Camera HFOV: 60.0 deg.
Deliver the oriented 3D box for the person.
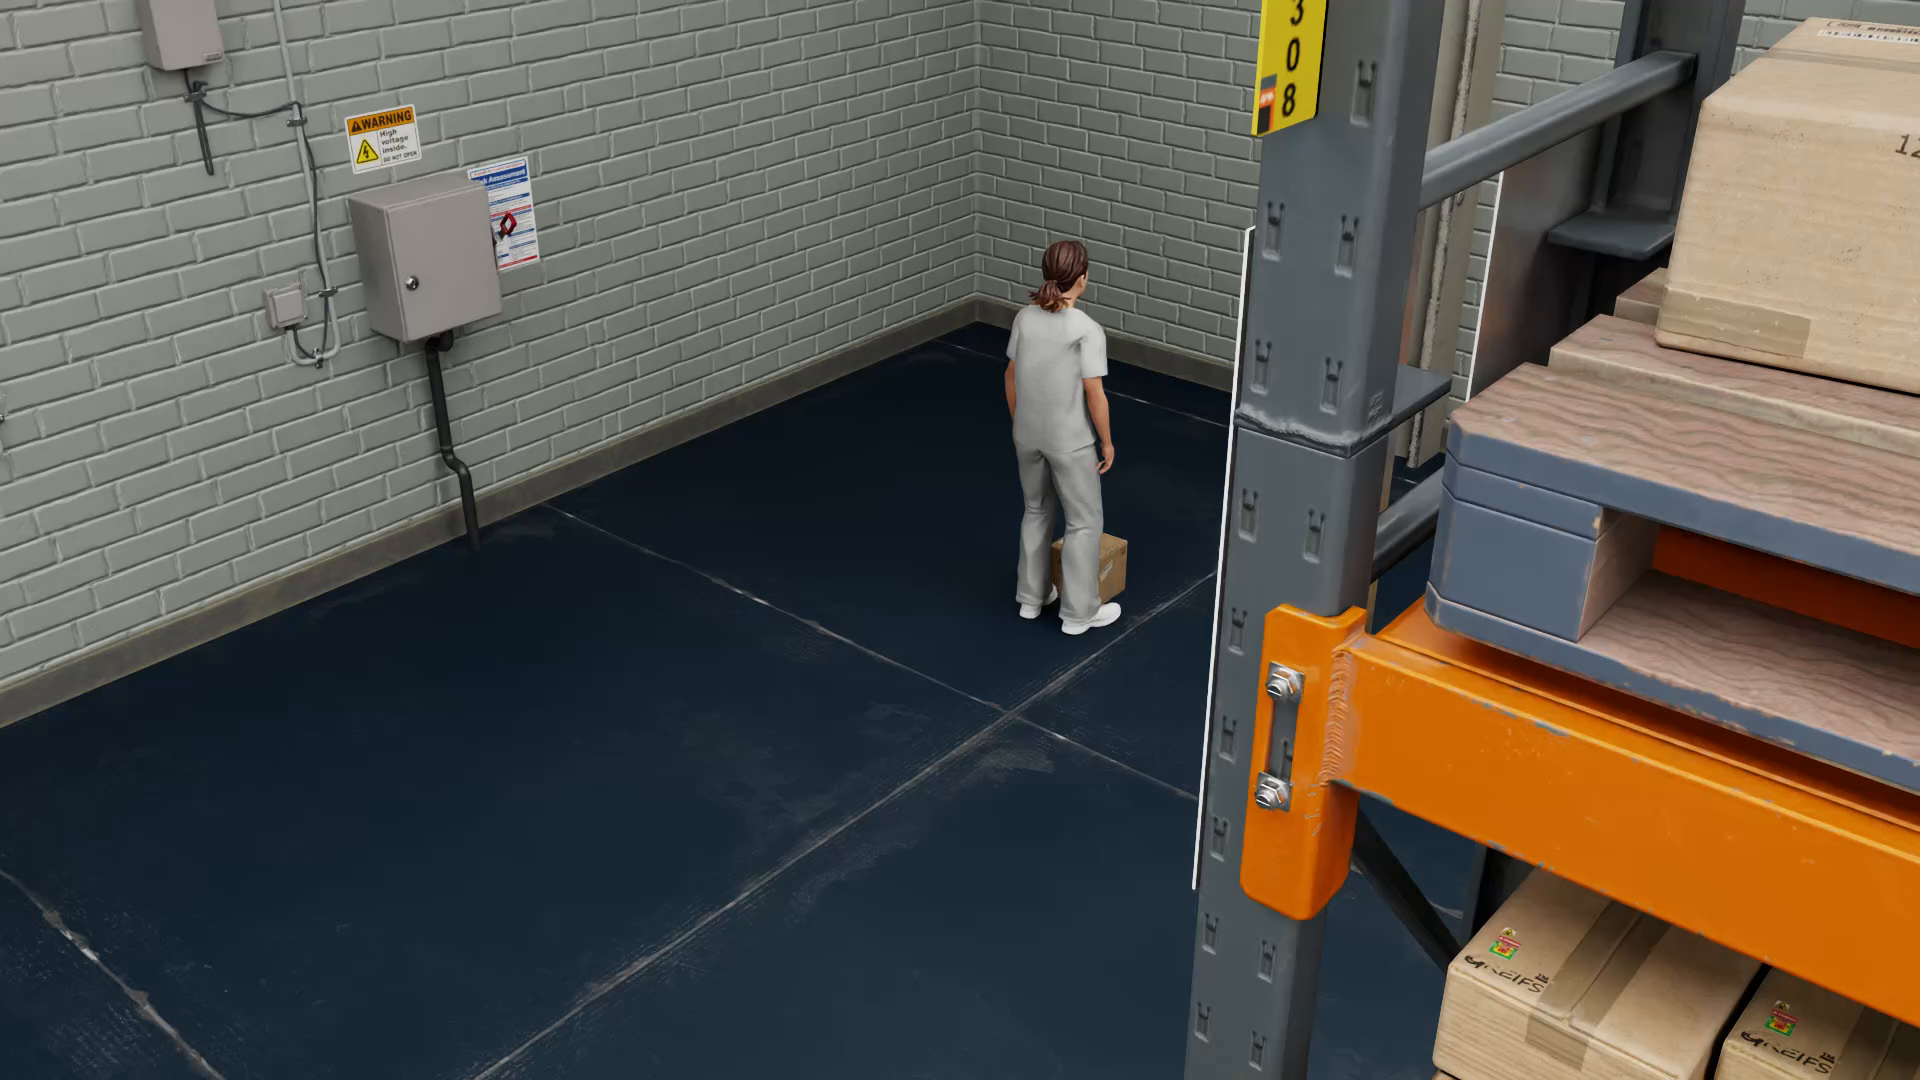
[{"bbox_3d":[0.417,-0.420,6.928,0.513,1.673,0.355,19,33,32],"label":"person"}]
